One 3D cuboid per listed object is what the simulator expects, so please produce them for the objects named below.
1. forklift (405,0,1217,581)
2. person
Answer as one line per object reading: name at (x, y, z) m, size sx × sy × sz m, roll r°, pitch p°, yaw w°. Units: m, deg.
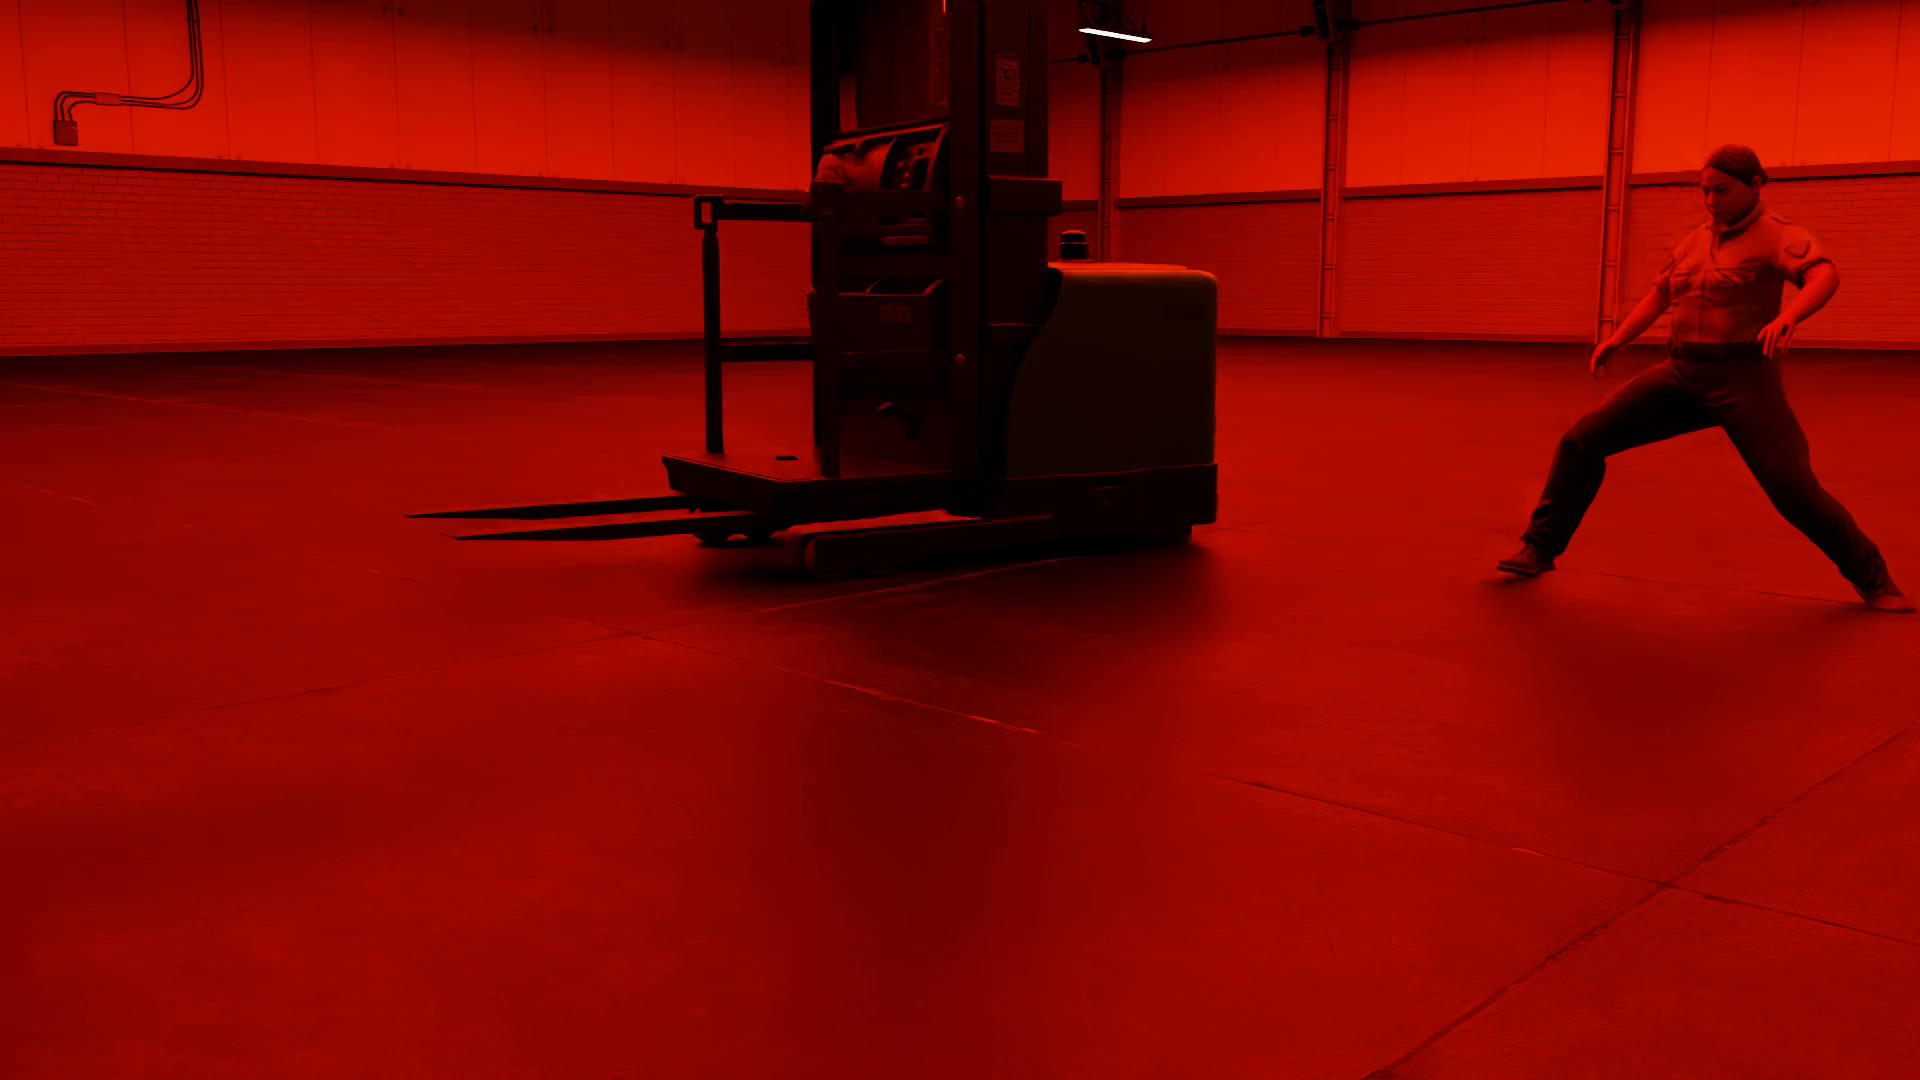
forklift at (-0.485, -1.397, 6.149) m, size 3.031 × 2.935 × 1.130 m, roll -5°, pitch 10°, yaw -32°
person at (2.465, -0.527, 5.462) m, size 0.943 × 1.491 × 1.054 m, roll -4°, pitch 9°, yaw -23°
